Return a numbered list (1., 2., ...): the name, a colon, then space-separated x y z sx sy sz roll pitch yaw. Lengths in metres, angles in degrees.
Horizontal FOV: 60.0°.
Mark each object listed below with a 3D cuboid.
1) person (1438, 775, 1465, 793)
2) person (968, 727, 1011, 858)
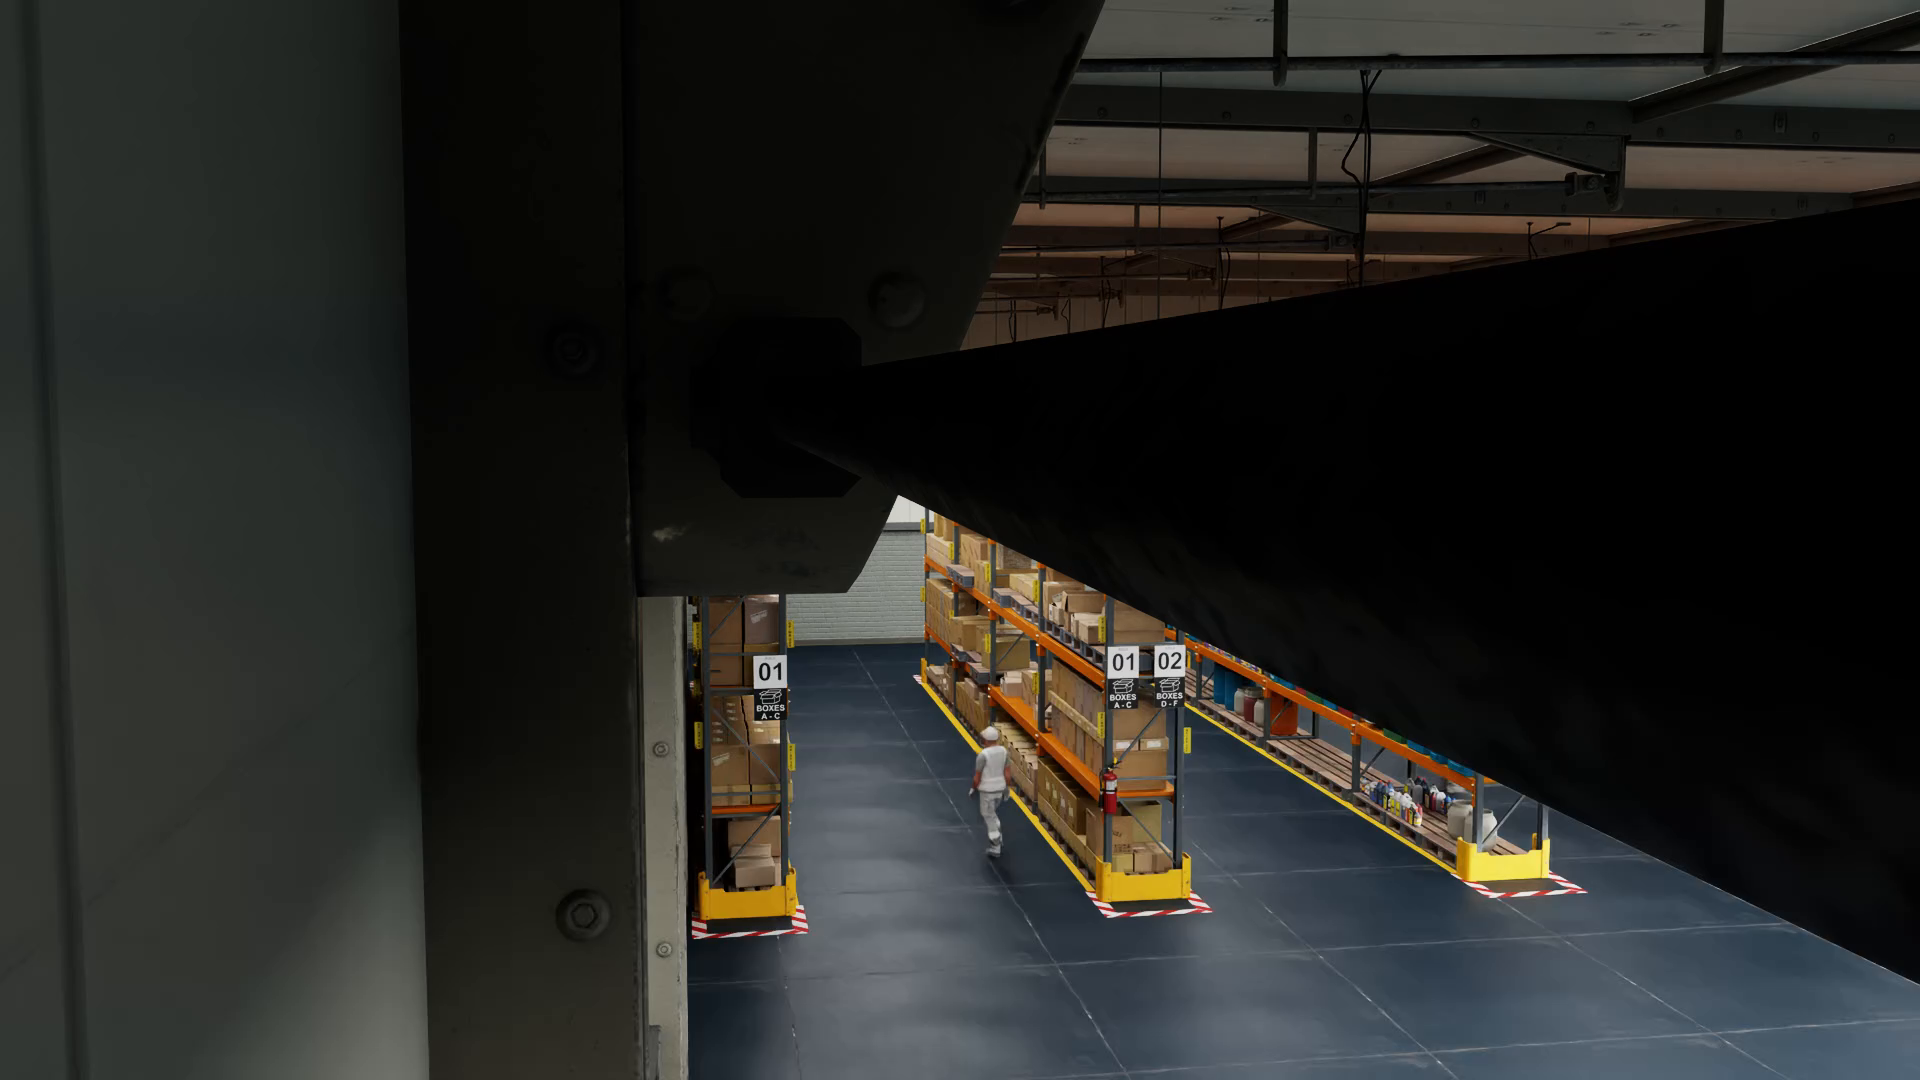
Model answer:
1. person: 7.837 3.107 26.411 0.349 1.787 0.650 -3 6 -31
2. person: 0.399 3.448 22.723 0.538 1.826 0.468 -5 7 -43
